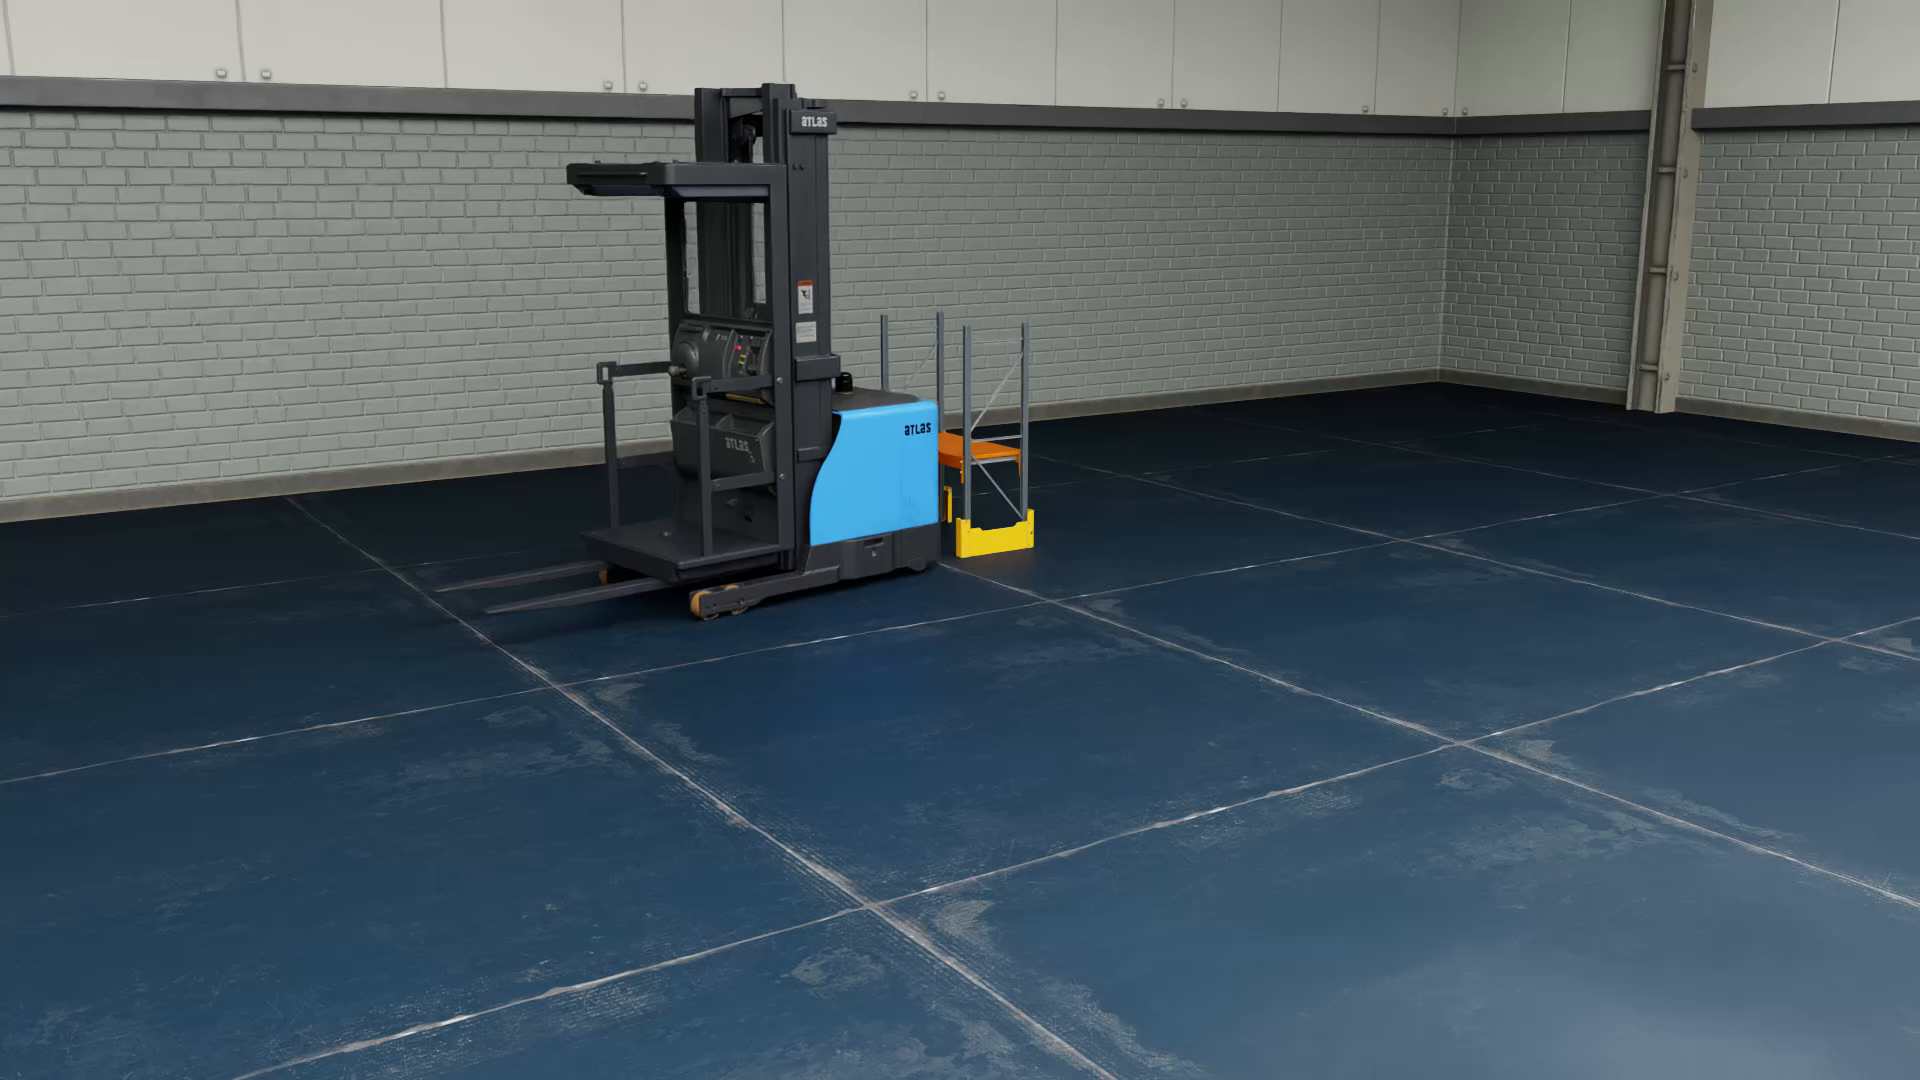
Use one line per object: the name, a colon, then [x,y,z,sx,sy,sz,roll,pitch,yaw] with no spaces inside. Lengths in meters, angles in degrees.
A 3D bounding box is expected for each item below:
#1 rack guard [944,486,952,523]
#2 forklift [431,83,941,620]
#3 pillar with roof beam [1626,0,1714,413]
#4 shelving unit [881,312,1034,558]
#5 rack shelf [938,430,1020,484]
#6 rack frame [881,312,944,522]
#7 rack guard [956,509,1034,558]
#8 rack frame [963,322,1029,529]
rack guard: [-0.318,-0.224,11.802,0.587,0.250,0.087,-8,15,-33]
forklift: [-1.550,-1.109,9.573,3.031,2.935,1.130,-11,16,-41]
pillar with roof beam: [3.757,-5.267,14.382,9.100,9.000,0.400,-8,15,-33]
shelving unit: [-0.042,-0.746,11.264,0.587,1.500,1.083,-8,15,-33]
rack shelf: [-0.047,-0.572,11.309,0.538,0.185,1.000,-8,15,-33]
rack frame: [-0.329,-0.838,11.684,0.500,1.500,0.032,-8,15,-33]
rack guard: [0.234,-0.047,10.992,0.587,0.250,0.087,-8,15,-33]
rack frame: [0.234,-0.657,10.857,0.500,1.500,0.032,-8,15,-33]
